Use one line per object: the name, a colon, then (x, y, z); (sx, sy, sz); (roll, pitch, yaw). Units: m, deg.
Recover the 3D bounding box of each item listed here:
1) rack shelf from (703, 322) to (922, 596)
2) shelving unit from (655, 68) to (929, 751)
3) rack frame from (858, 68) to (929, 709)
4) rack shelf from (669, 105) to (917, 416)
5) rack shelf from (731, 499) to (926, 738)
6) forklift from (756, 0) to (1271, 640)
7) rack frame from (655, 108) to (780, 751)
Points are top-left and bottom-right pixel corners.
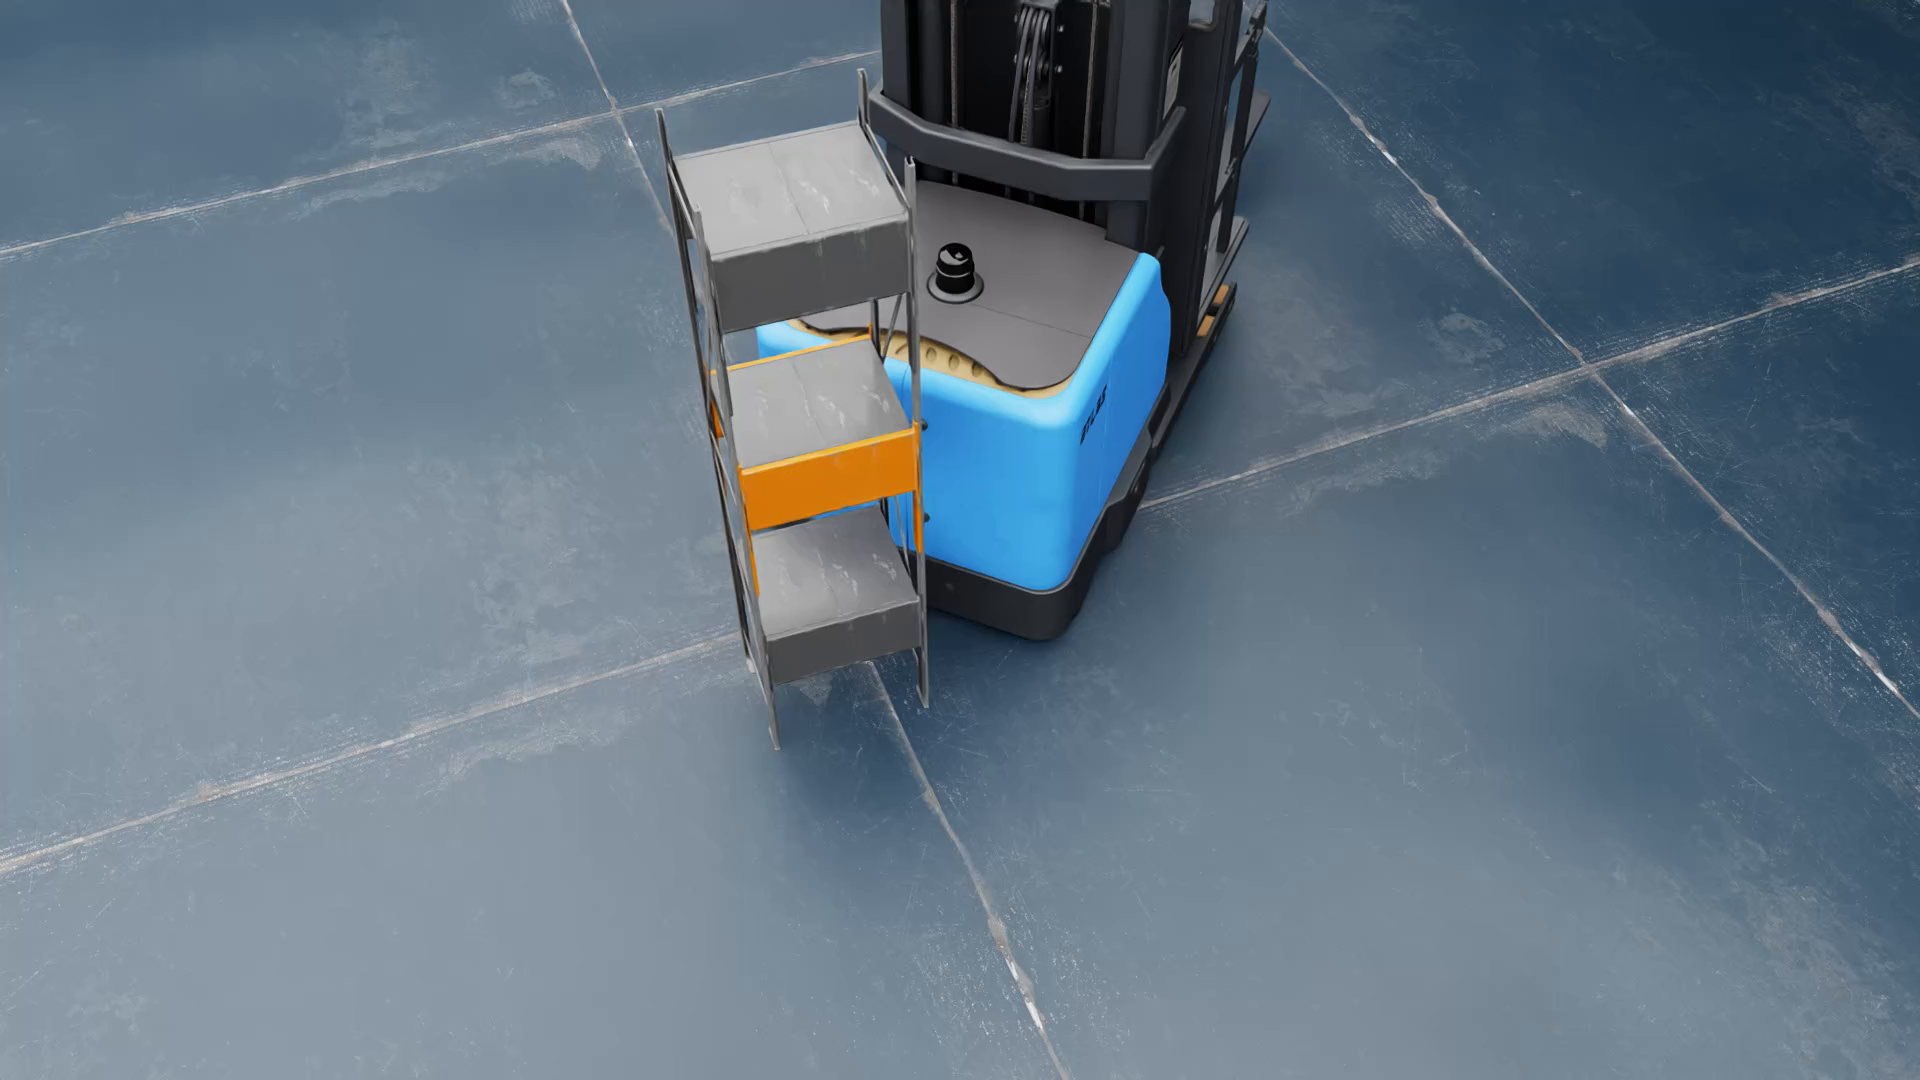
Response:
rack shelf: (-0.402, -0.221, 4.574); (0.480, 0.518, 0.431); (-15, 51, -12)
shelving unit: (-0.402, -0.230, 4.563); (0.503, 2.100, 0.431); (-15, 51, -12)
rack frame: (-0.171, -0.290, 4.615); (0.015, 2.100, 0.400); (-15, 51, -12)
rack shelf: (-0.402, -0.677, 4.043); (0.480, 0.518, 0.431); (-15, 51, -12)
rack shelf: (-0.402, 0.235, 5.105); (0.480, 0.518, 0.431); (-15, 51, -12)
forklift: (0.423, -1.771, 5.339); (1.130, 2.935, 3.031); (18, 52, 15)
rack frame: (-0.632, -0.170, 4.512); (0.015, 2.100, 0.400); (-15, 51, -12)
